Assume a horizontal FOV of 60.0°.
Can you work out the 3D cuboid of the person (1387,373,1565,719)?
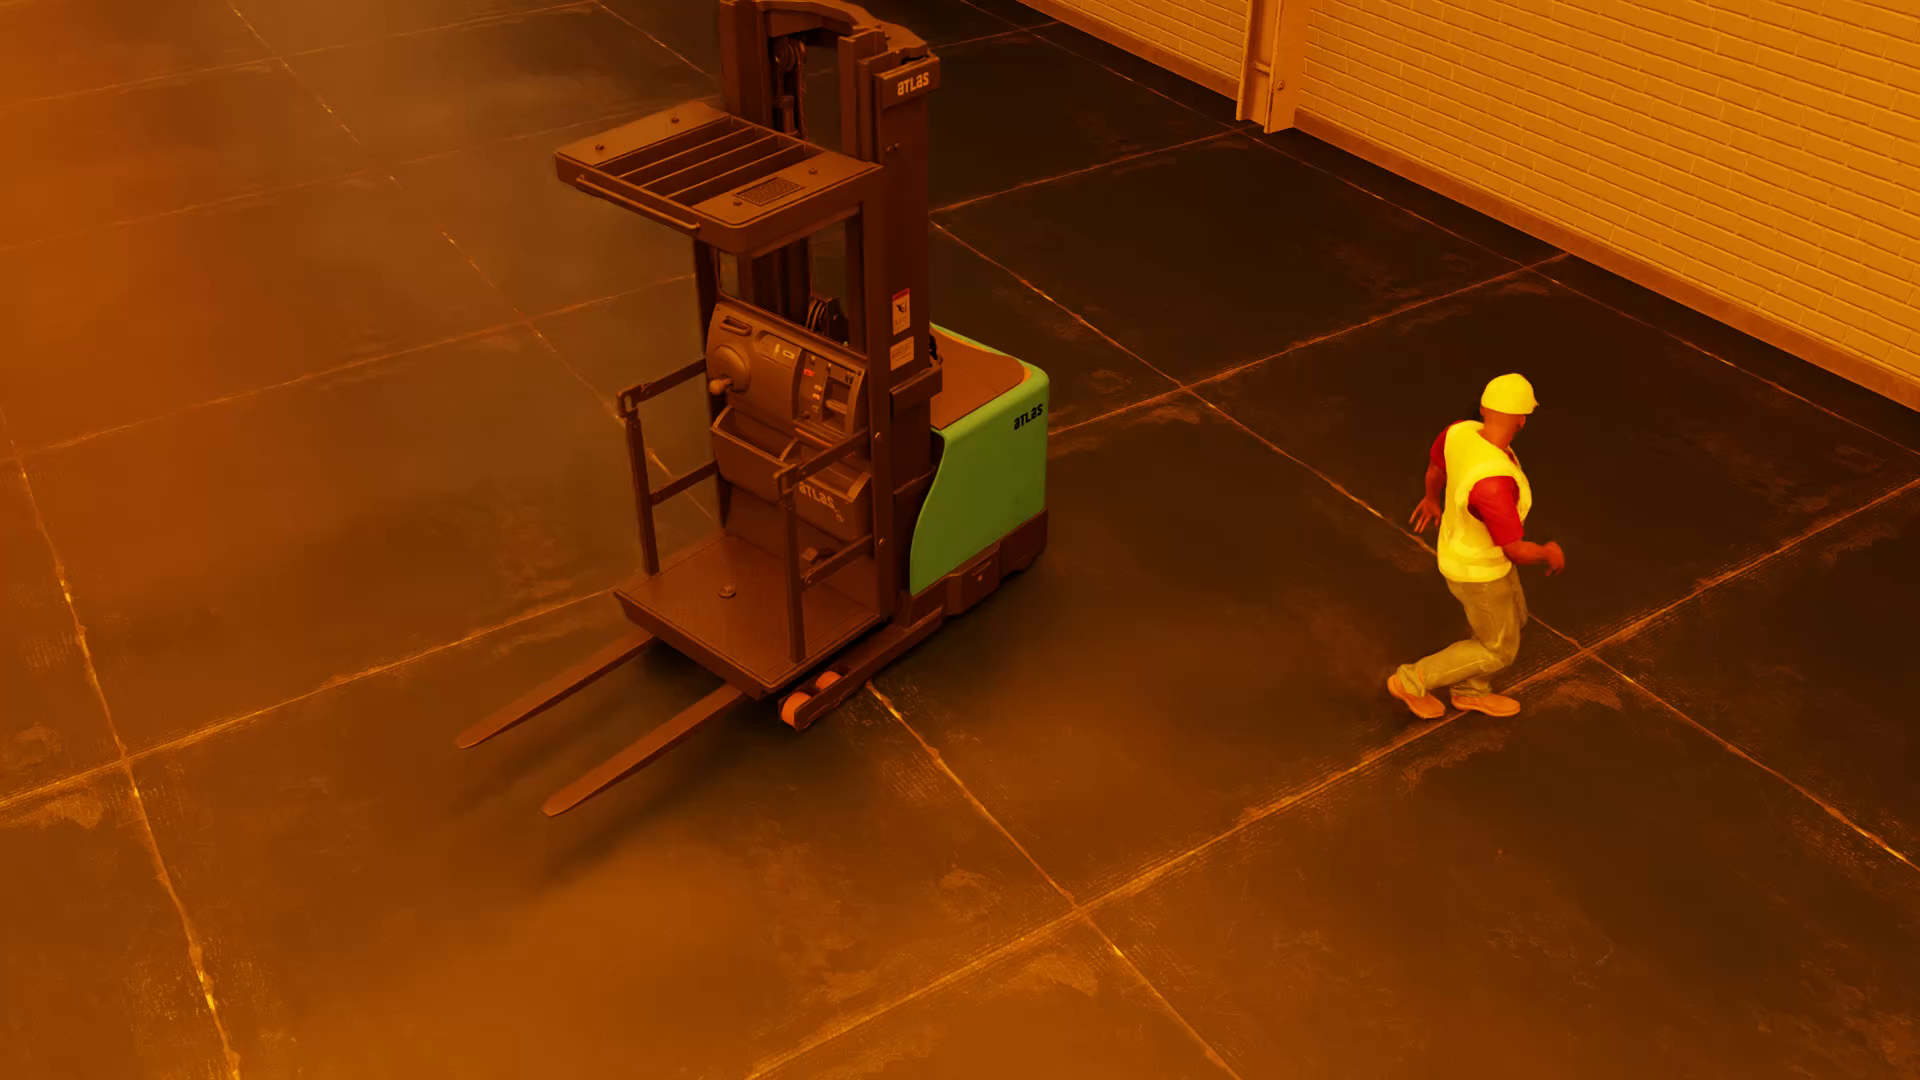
[{"bbox_3d":[2.257,0.051,7.145,0.626,1.709,0.729,8,36,12],"label":"person"}]

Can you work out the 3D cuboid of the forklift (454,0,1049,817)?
[{"bbox_3d":[-0.906,-0.678,7.113,1.130,2.935,3.031,27,43,33],"label":"forklift"}]
